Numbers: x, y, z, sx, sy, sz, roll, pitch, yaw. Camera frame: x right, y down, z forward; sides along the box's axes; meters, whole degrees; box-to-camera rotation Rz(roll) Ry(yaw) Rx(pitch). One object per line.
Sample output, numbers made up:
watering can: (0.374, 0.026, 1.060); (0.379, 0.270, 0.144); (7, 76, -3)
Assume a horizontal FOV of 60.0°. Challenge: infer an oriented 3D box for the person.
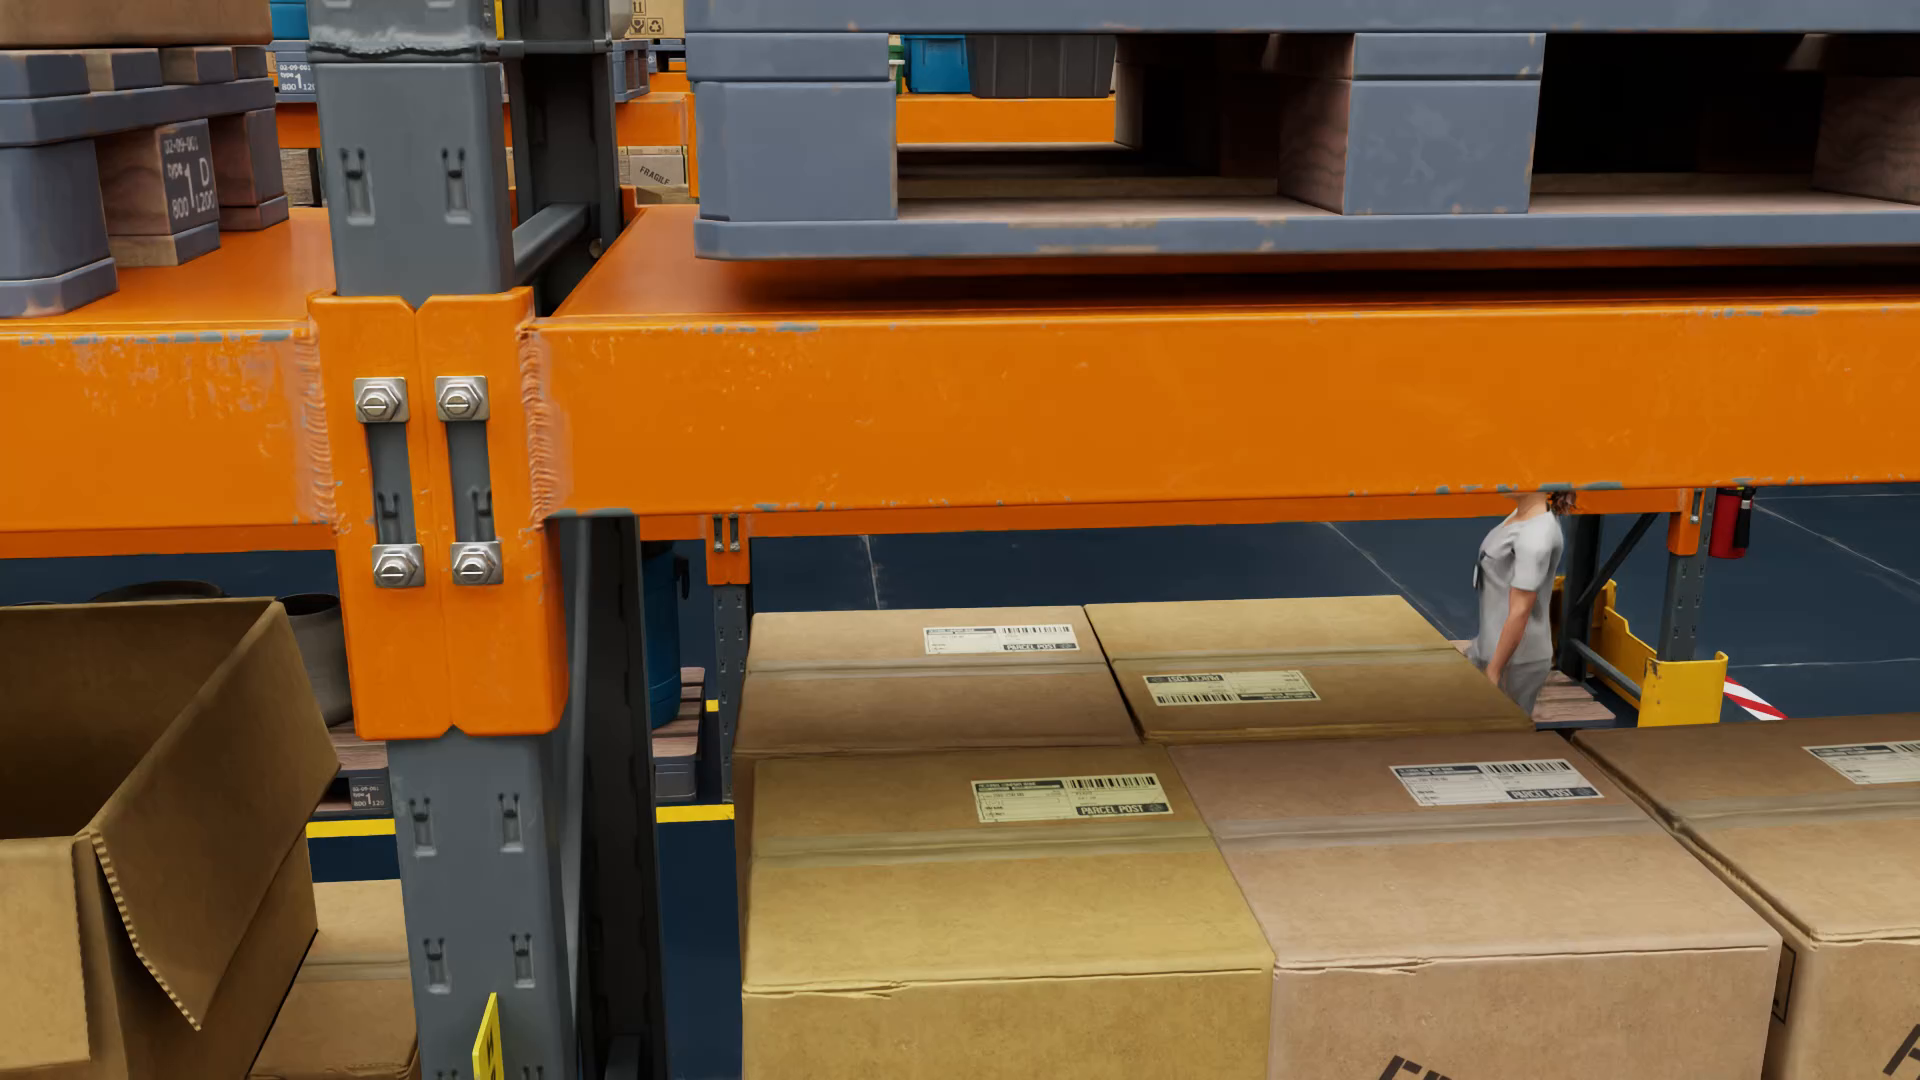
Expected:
person: (1.979, 0.423, 6.052); (0.453, 1.663, 0.474); (4, 17, 13)
